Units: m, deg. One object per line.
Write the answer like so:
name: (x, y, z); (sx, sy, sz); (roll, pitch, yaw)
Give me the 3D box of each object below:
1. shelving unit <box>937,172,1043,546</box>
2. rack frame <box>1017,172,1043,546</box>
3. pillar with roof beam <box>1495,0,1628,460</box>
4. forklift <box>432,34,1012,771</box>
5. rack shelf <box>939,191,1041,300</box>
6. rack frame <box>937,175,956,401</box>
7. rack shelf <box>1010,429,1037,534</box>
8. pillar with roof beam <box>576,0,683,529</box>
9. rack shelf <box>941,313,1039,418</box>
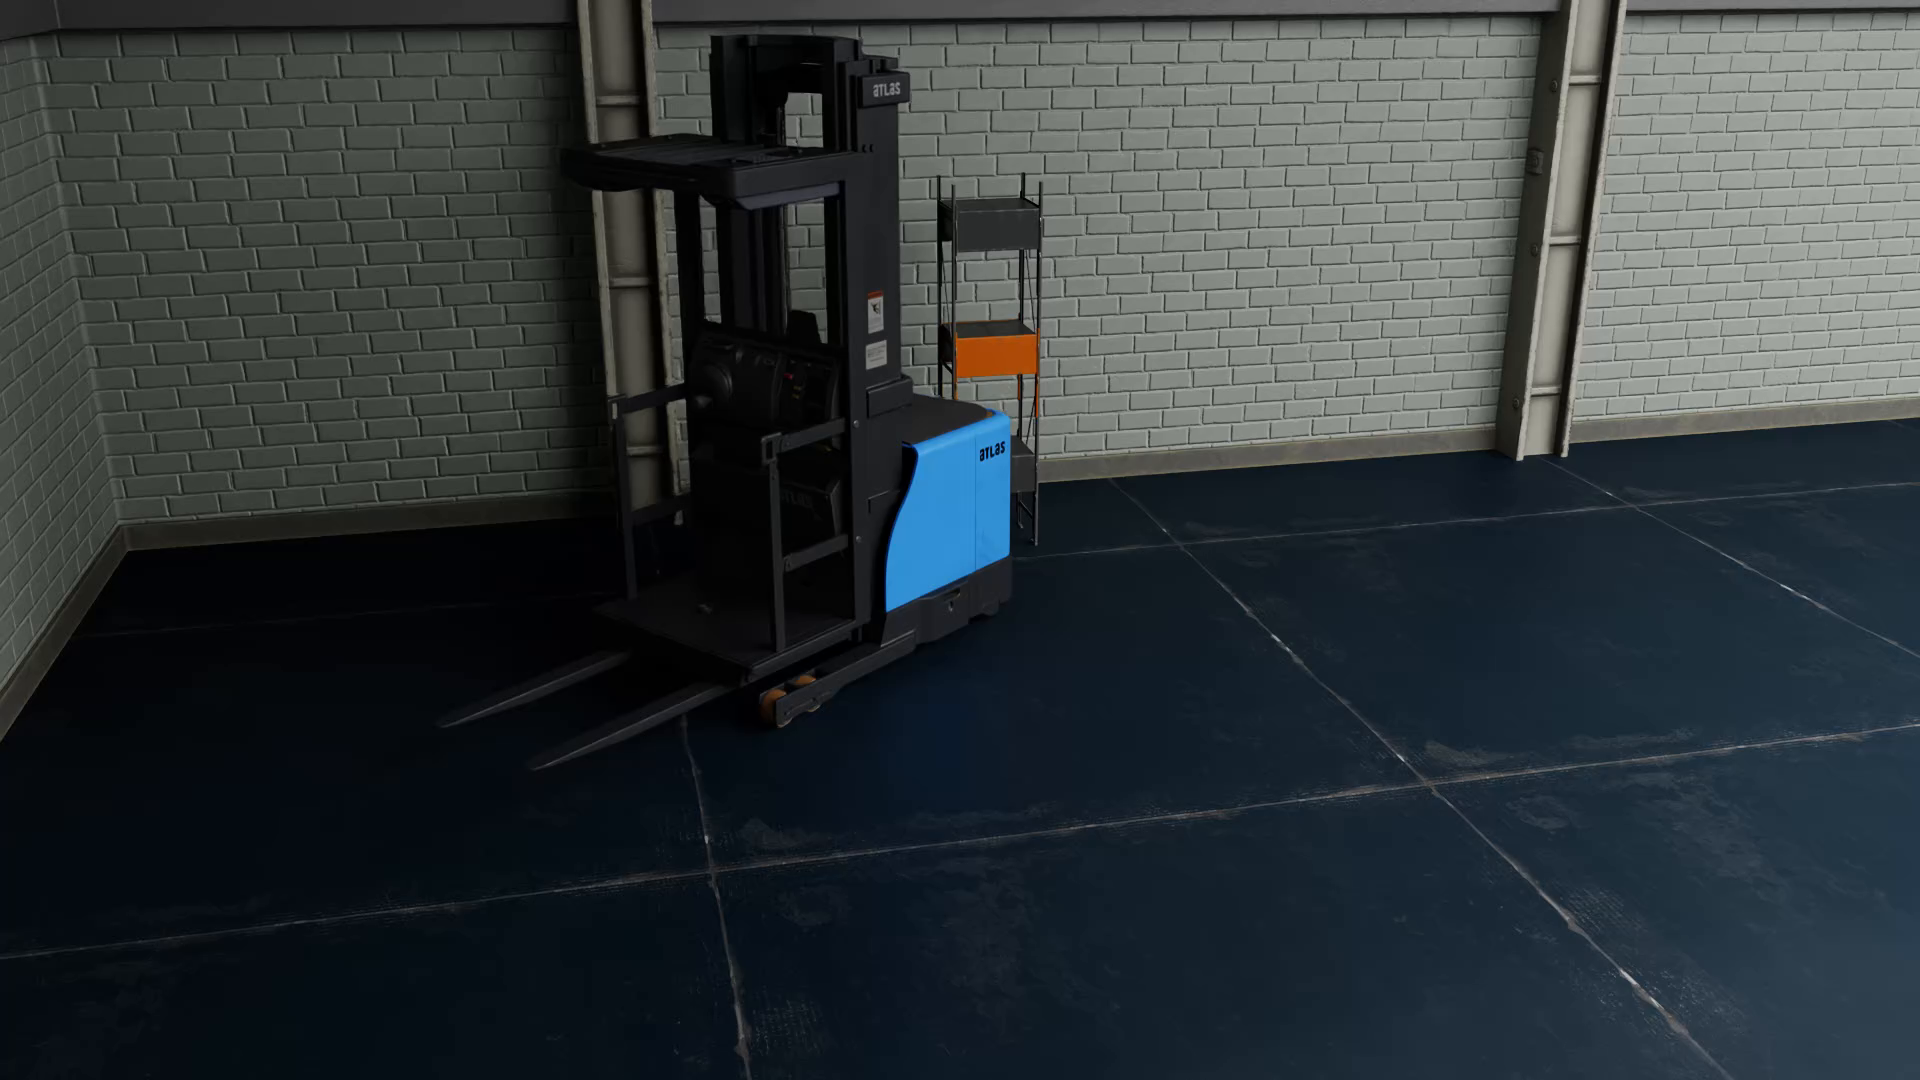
shelving unit: (0.161, -0.999, 9.489); (0.503, 2.100, 0.431); (-5, 21, -12)
rack frame: (0.399, -1.018, 9.542); (0.015, 2.100, 0.400); (-5, 21, -12)
pillar with roof beam: (4.923, -3.392, 5.991); (0.400, 9.000, 9.100); (-5, 21, -12)
forklift: (-1.034, -0.724, 7.531); (1.130, 2.935, 3.031); (15, 25, 36)
rack shelf: (0.161, -1.644, 9.253); (0.480, 0.518, 0.431); (-5, 21, -12)
rack frame: (-0.076, -0.980, 9.436); (0.015, 2.100, 0.400); (-5, 21, -12)
rack shelf: (0.161, -0.329, 9.735); (0.480, 0.518, 0.431); (-5, 21, -12)
pillar with roof beam: (-0.916, -2.917, 4.695); (0.400, 9.000, 9.100); (-5, 21, -12)
rack shelf: (0.161, -0.986, 9.494); (0.480, 0.518, 0.431); (-5, 21, -12)
